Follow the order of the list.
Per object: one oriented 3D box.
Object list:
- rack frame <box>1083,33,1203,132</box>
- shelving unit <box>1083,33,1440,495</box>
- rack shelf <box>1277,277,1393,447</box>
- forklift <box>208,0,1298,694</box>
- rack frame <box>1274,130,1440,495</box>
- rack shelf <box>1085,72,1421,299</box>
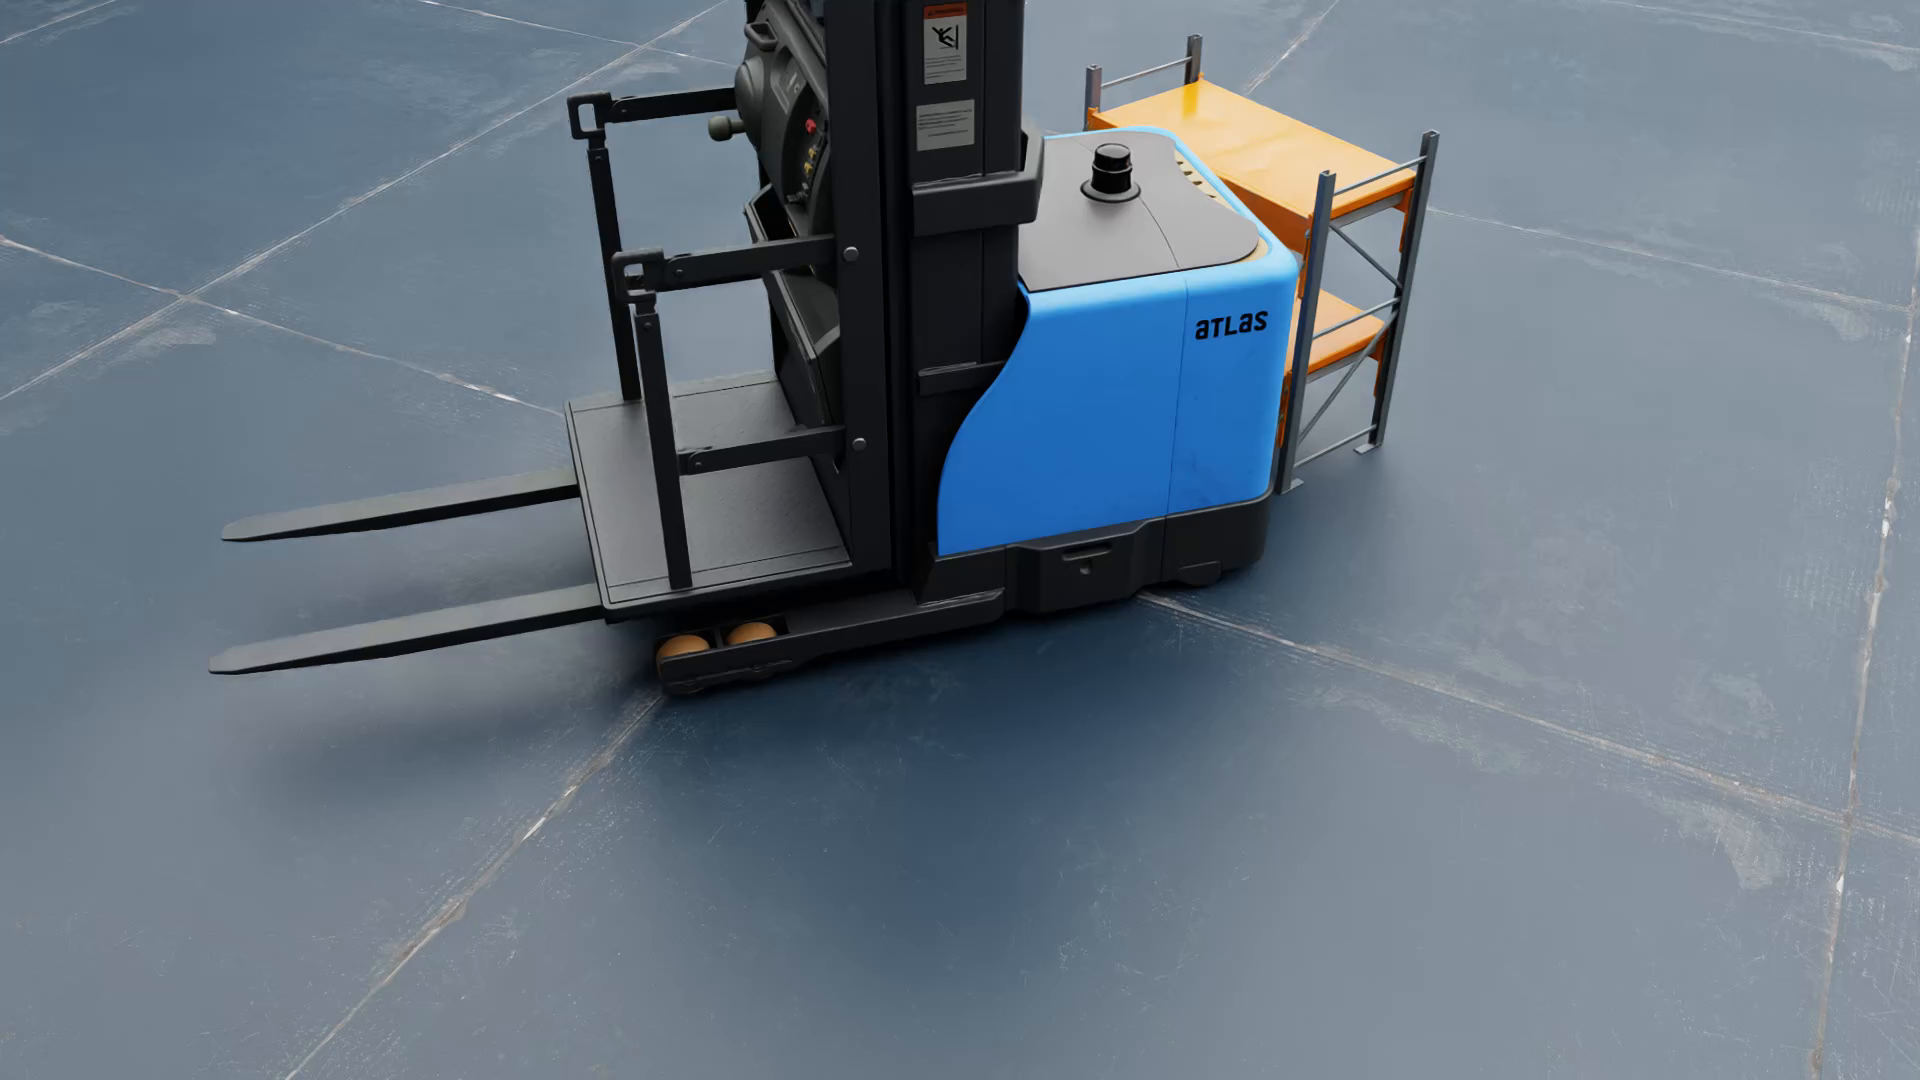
[{"bbox_3d":[0.619,-1.180,5.874,0.500,1.125,0.032,-25,44,-29],"label":"rack frame"},{"bbox_3d":[0.929,-0.937,5.554,0.538,1.125,1.048,-25,44,-29],"label":"shelving unit"},{"bbox_3d":[0.929,-0.742,5.701,0.538,0.278,1.000,-25,44,-29],"label":"rack shelf"},{"bbox_3d":[-0.641,-1.092,4.264,3.031,2.935,1.130,-10,38,-13],"label":"forklift"},{"bbox_3d":[1.239,-0.693,5.233,0.500,1.125,0.032,-25,44,-29],"label":"rack frame"},{"bbox_3d":[0.929,-1.170,5.377,0.538,0.278,1.000,-25,44,-29],"label":"rack shelf"}]
